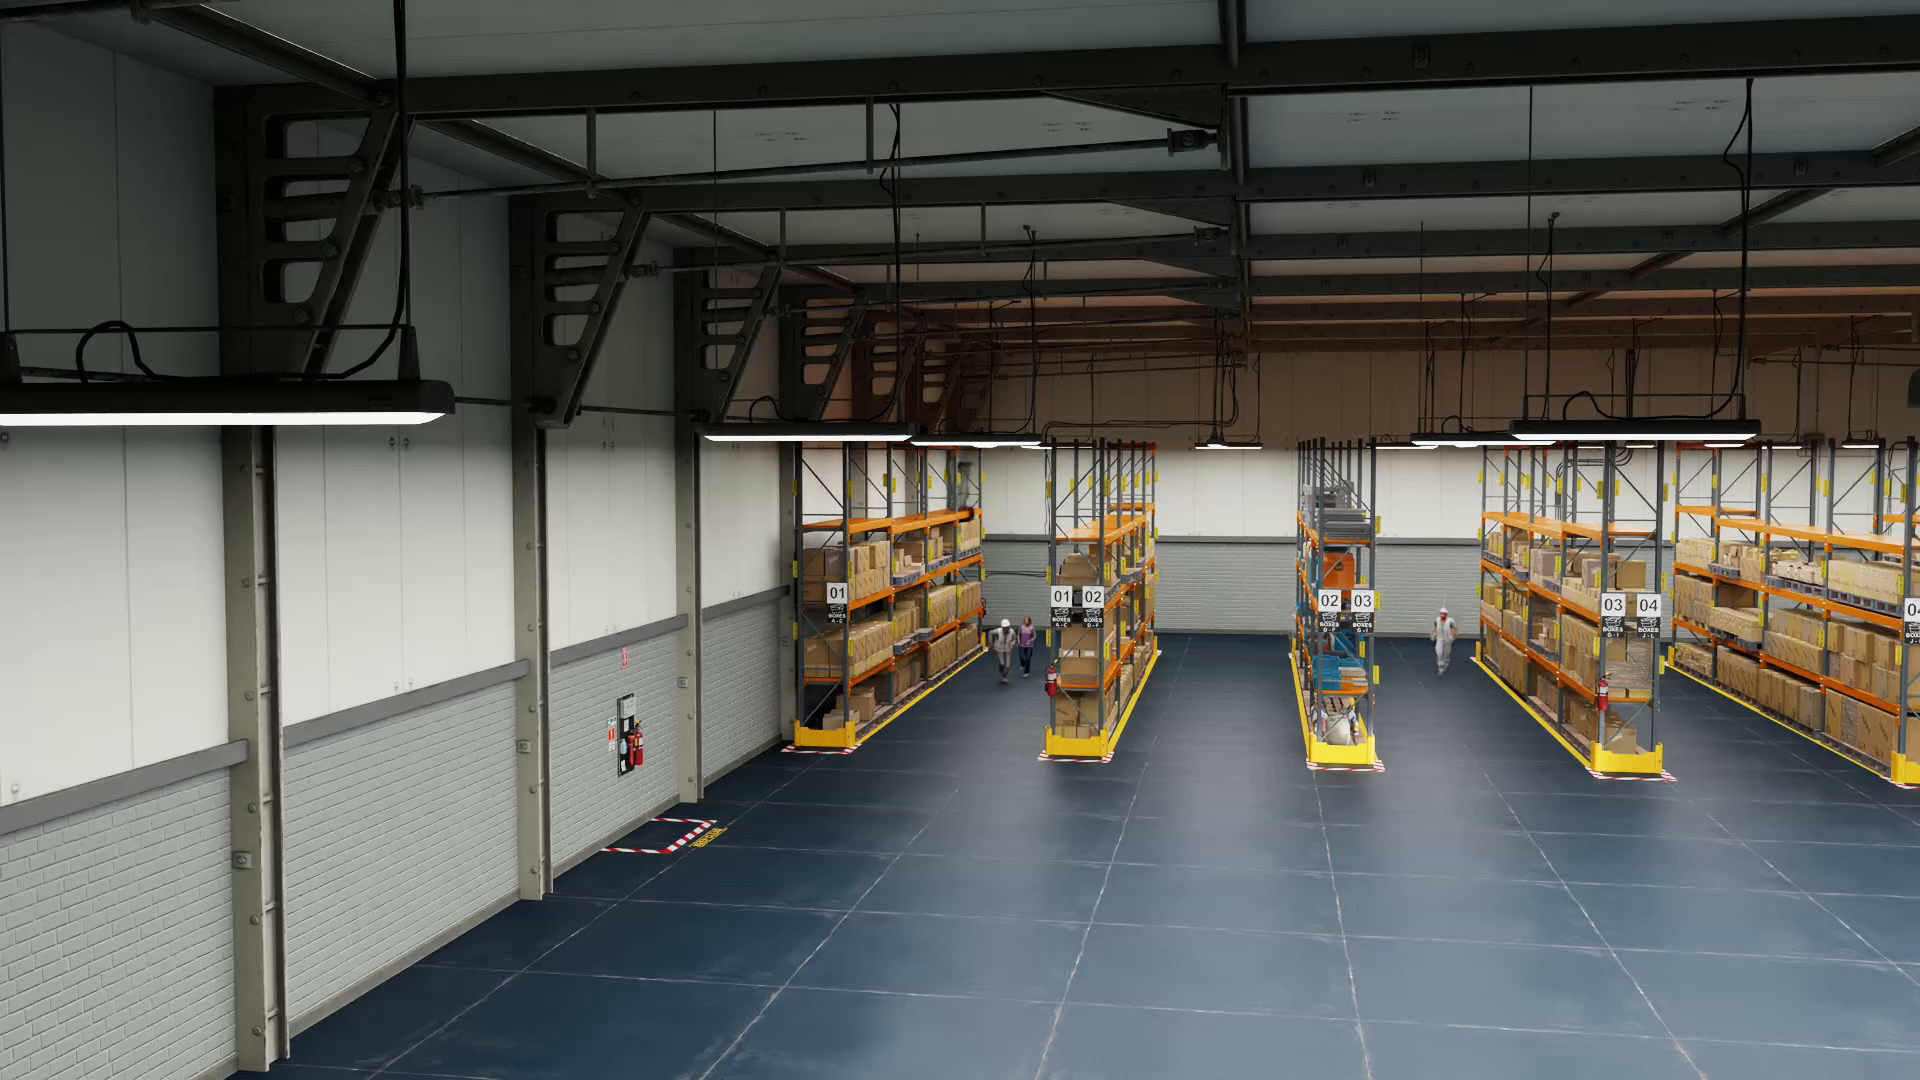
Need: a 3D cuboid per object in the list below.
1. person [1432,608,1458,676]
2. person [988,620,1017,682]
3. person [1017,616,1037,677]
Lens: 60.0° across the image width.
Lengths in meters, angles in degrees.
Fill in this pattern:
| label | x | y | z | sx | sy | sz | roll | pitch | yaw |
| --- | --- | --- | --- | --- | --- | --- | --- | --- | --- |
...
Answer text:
| label | x | y | z | sx | sy | sz | roll | pitch | yaw |
| --- | --- | --- | --- | --- | --- | --- | --- | --- | --- |
| person | 12.505 | 2.596 | 42.789 | 0.638 | 1.757 | 0.946 | 2 | 3 | 27 |
| person | 1.051 | 2.746 | 41.166 | 0.685 | 1.599 | 0.857 | 0 | 3 | -6 |
| person | 1.676 | 2.713 | 42.159 | 0.535 | 1.547 | 0.538 | 0 | 3 | 9 |
